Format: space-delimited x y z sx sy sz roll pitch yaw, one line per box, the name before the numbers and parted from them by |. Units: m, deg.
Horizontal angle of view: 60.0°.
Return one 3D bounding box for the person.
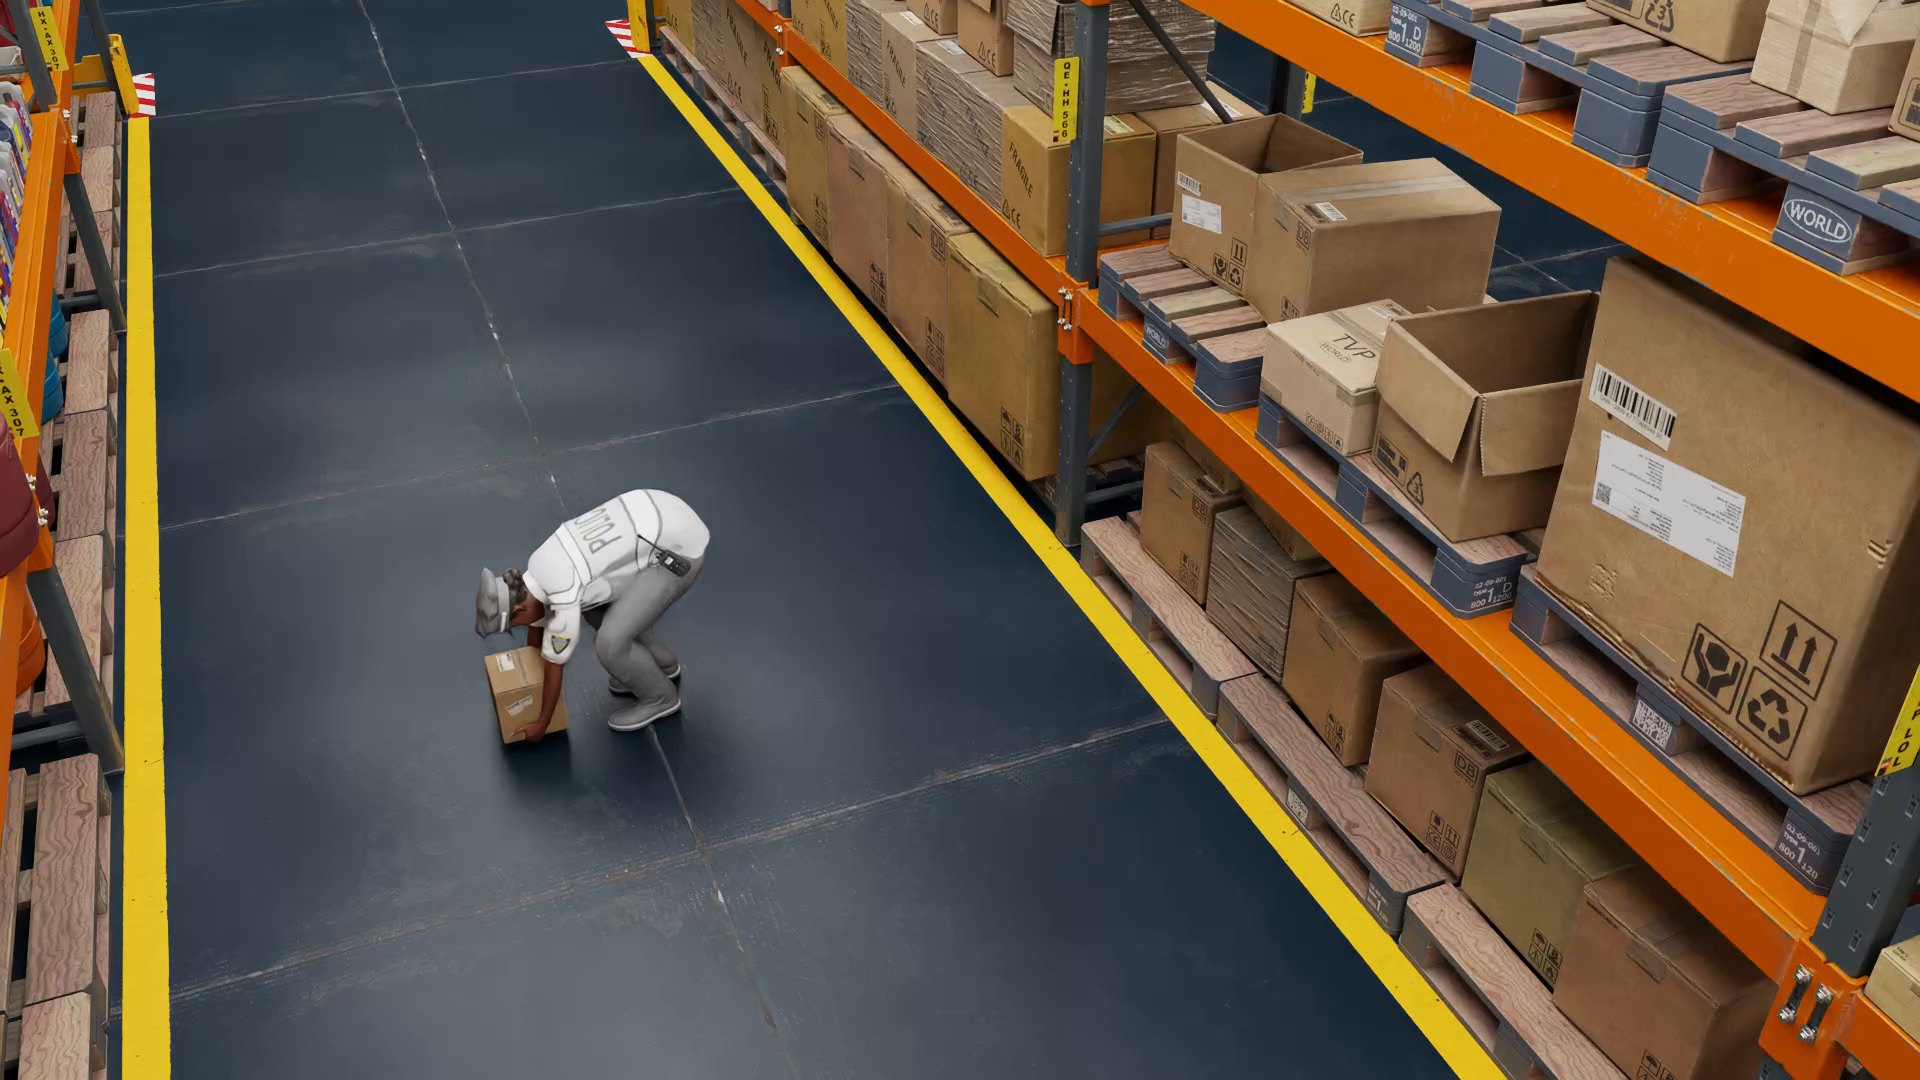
person | -1.388 0.299 6.375 0.904 0.908 0.451 -15 36 -21
